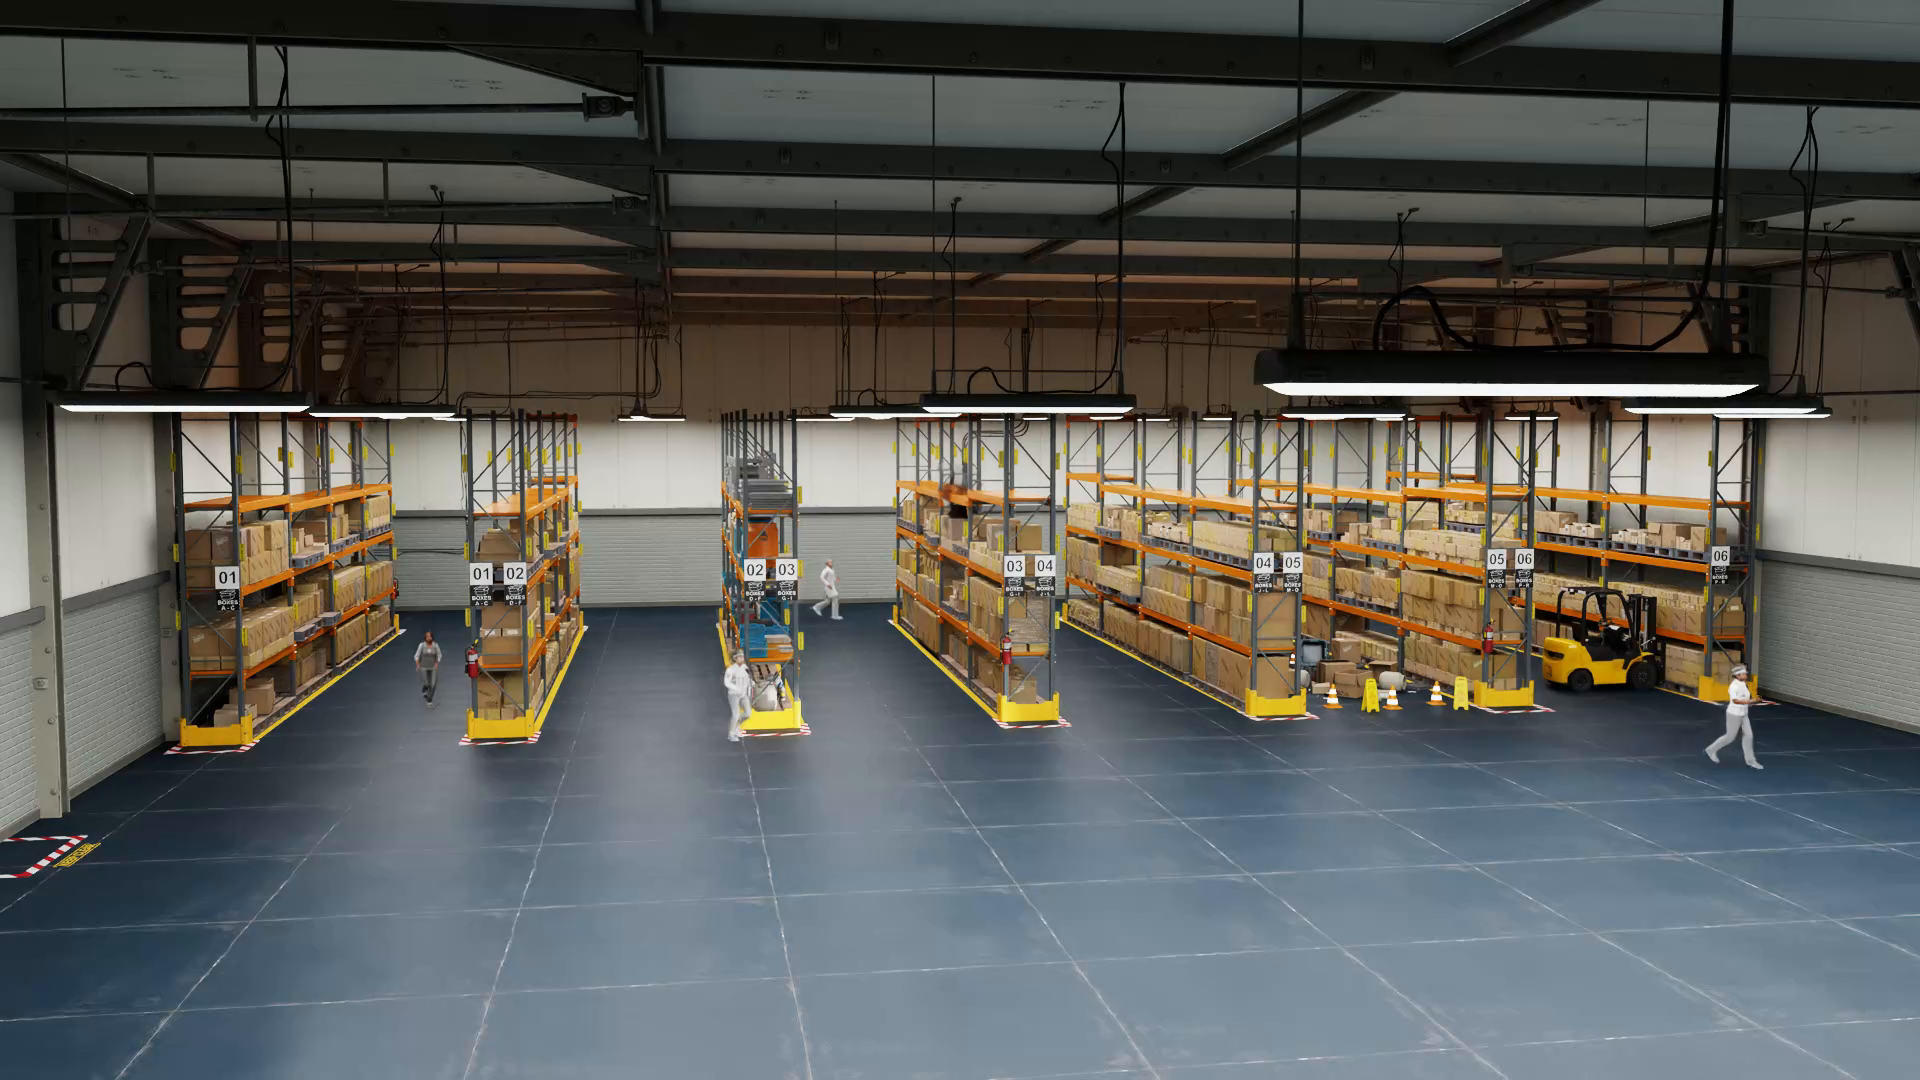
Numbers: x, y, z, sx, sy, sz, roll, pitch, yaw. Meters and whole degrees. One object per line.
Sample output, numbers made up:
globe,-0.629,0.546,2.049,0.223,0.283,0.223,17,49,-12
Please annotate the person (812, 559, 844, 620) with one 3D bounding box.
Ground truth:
person,-3.879,1.443,48.804,0.923,1.783,0.693,0,4,1

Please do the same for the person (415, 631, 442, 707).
person,-10.739,2.614,33.617,0.522,1.553,0.577,-2,4,-23

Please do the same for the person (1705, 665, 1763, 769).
person,12.921,2.921,27.697,0.900,1.703,0.604,4,5,41

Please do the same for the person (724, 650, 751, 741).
person,-3.963,2.798,30.042,0.658,1.659,0.524,-4,6,-44
